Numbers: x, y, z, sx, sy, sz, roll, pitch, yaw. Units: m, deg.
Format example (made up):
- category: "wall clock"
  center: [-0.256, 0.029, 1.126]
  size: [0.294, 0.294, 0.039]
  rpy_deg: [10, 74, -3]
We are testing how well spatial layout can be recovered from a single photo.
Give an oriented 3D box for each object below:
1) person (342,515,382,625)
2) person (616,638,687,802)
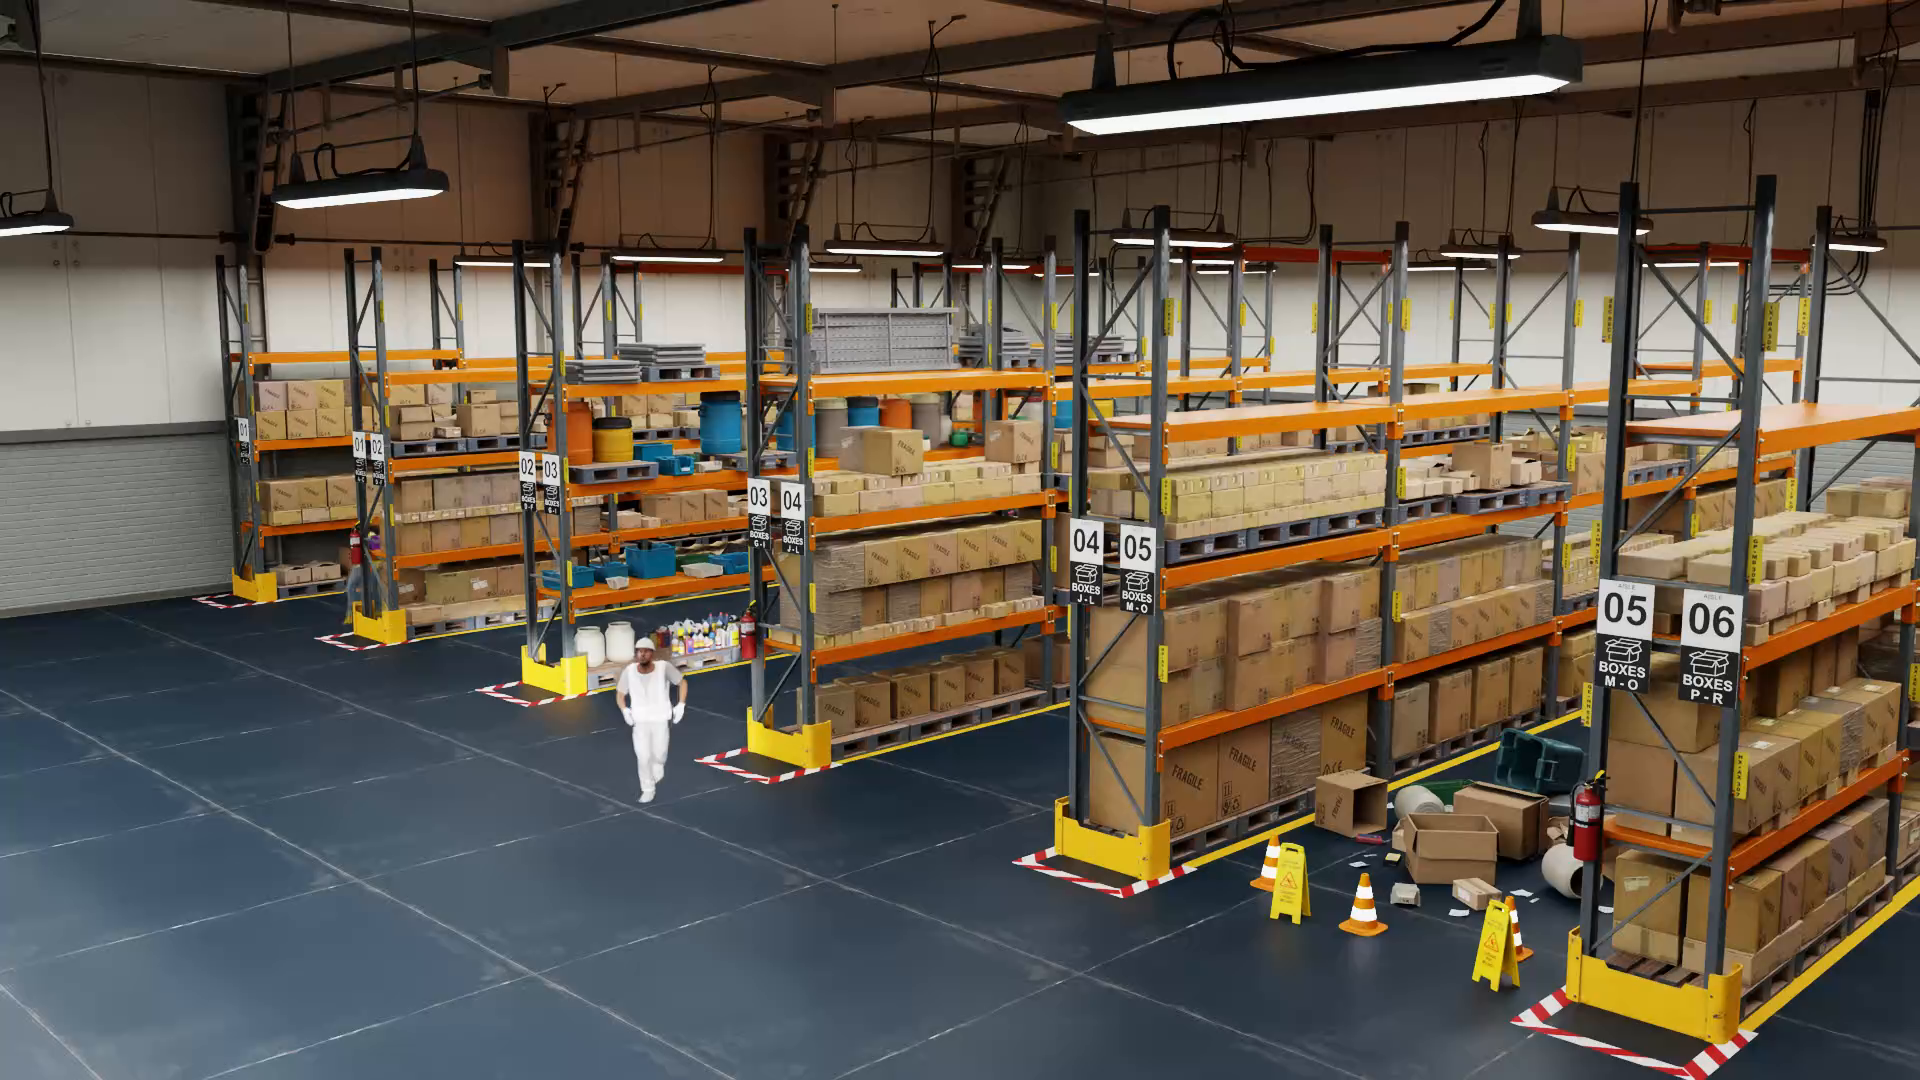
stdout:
- category: "person"
  center: [-9.640, 0.485, 27.100]
  size: [0.705, 1.808, 0.846]
  rpy_deg: [6, 10, 34]
- category: "person"
  center: [-3.217, 1.872, 17.302]
  size: [0.721, 1.735, 0.625]
  rpy_deg: [0, 8, -3]
